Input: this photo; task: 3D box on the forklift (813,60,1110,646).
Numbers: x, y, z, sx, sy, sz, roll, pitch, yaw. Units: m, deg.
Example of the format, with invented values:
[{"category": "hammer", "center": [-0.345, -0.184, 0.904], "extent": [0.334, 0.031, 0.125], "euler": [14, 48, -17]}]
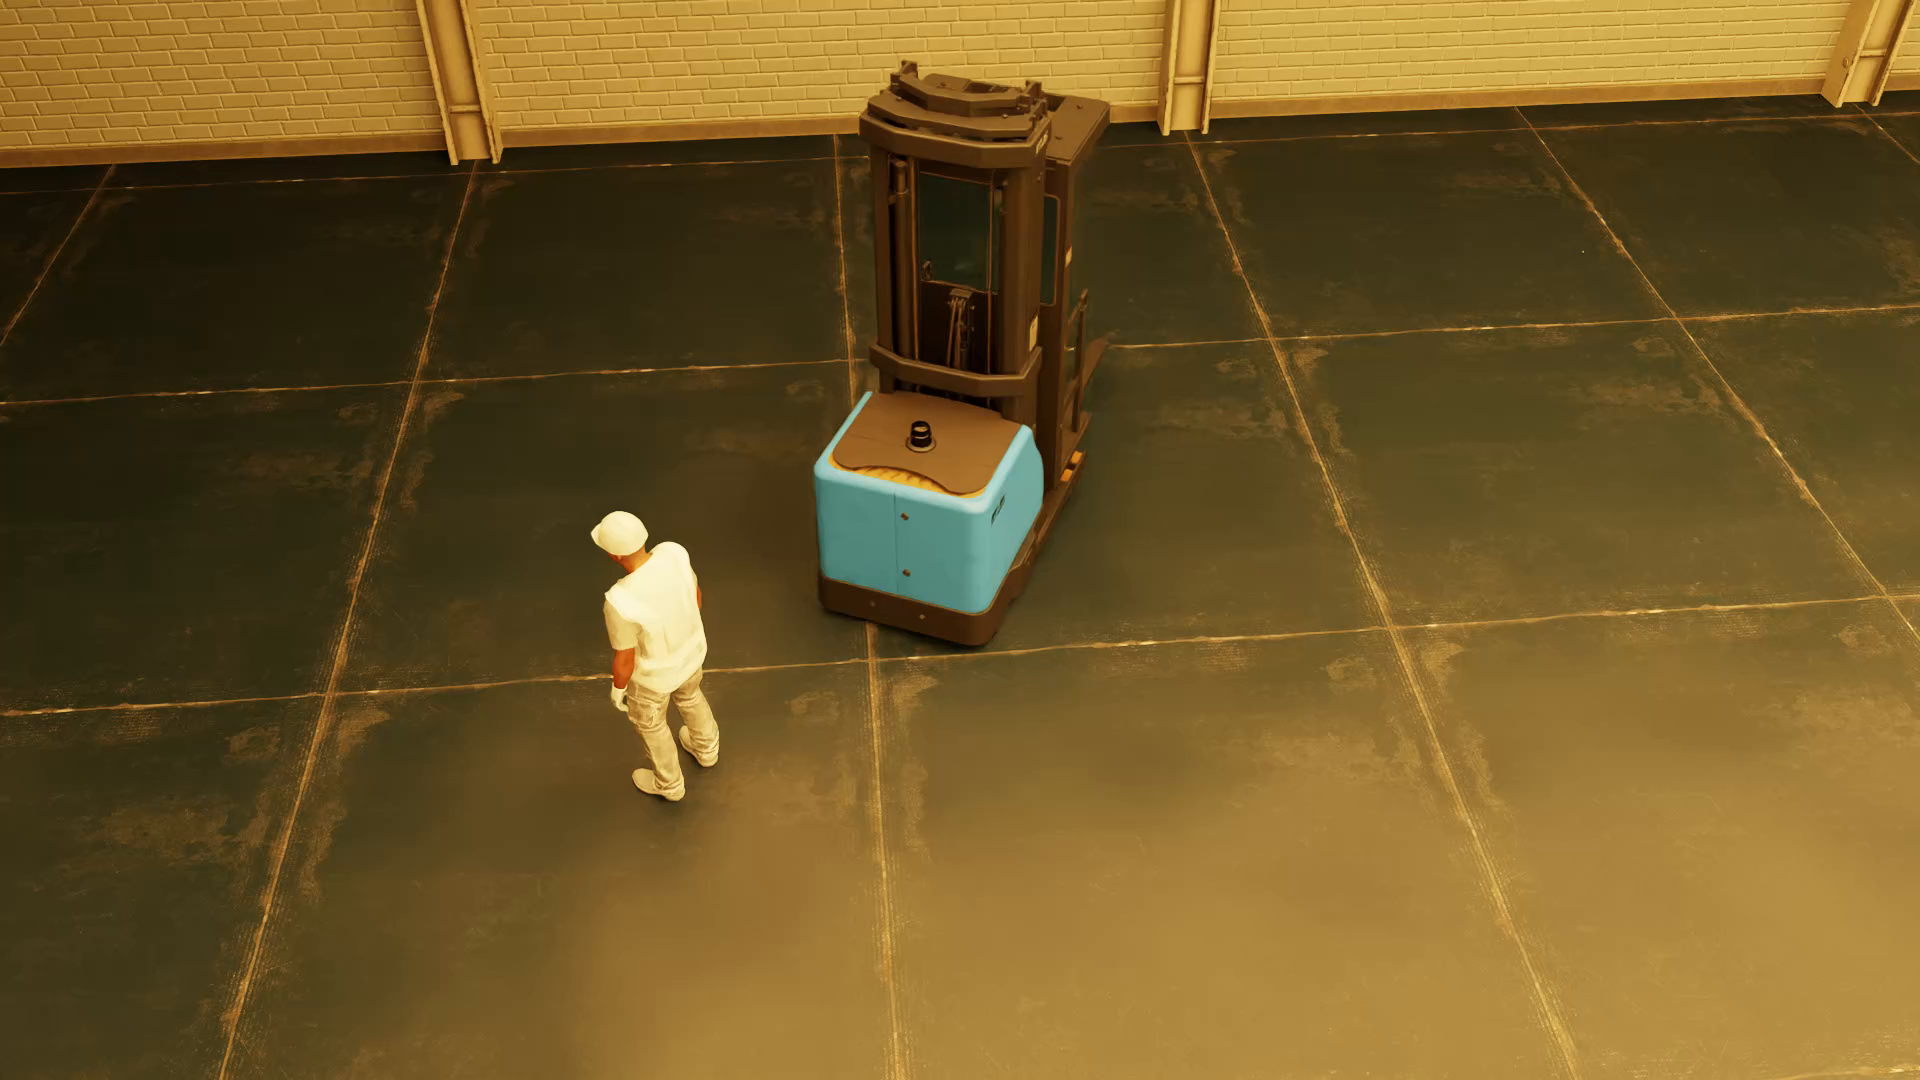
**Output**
[{"category": "forklift", "center": [0.171, -1.482, 9.671], "extent": [1.130, 2.935, 3.031], "euler": [13, 42, 15]}]

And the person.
[{"category": "person", "center": [-1.488, 0.572, 8.163], "extent": [0.451, 1.773, 0.624], "euler": [23, 46, 25]}]
